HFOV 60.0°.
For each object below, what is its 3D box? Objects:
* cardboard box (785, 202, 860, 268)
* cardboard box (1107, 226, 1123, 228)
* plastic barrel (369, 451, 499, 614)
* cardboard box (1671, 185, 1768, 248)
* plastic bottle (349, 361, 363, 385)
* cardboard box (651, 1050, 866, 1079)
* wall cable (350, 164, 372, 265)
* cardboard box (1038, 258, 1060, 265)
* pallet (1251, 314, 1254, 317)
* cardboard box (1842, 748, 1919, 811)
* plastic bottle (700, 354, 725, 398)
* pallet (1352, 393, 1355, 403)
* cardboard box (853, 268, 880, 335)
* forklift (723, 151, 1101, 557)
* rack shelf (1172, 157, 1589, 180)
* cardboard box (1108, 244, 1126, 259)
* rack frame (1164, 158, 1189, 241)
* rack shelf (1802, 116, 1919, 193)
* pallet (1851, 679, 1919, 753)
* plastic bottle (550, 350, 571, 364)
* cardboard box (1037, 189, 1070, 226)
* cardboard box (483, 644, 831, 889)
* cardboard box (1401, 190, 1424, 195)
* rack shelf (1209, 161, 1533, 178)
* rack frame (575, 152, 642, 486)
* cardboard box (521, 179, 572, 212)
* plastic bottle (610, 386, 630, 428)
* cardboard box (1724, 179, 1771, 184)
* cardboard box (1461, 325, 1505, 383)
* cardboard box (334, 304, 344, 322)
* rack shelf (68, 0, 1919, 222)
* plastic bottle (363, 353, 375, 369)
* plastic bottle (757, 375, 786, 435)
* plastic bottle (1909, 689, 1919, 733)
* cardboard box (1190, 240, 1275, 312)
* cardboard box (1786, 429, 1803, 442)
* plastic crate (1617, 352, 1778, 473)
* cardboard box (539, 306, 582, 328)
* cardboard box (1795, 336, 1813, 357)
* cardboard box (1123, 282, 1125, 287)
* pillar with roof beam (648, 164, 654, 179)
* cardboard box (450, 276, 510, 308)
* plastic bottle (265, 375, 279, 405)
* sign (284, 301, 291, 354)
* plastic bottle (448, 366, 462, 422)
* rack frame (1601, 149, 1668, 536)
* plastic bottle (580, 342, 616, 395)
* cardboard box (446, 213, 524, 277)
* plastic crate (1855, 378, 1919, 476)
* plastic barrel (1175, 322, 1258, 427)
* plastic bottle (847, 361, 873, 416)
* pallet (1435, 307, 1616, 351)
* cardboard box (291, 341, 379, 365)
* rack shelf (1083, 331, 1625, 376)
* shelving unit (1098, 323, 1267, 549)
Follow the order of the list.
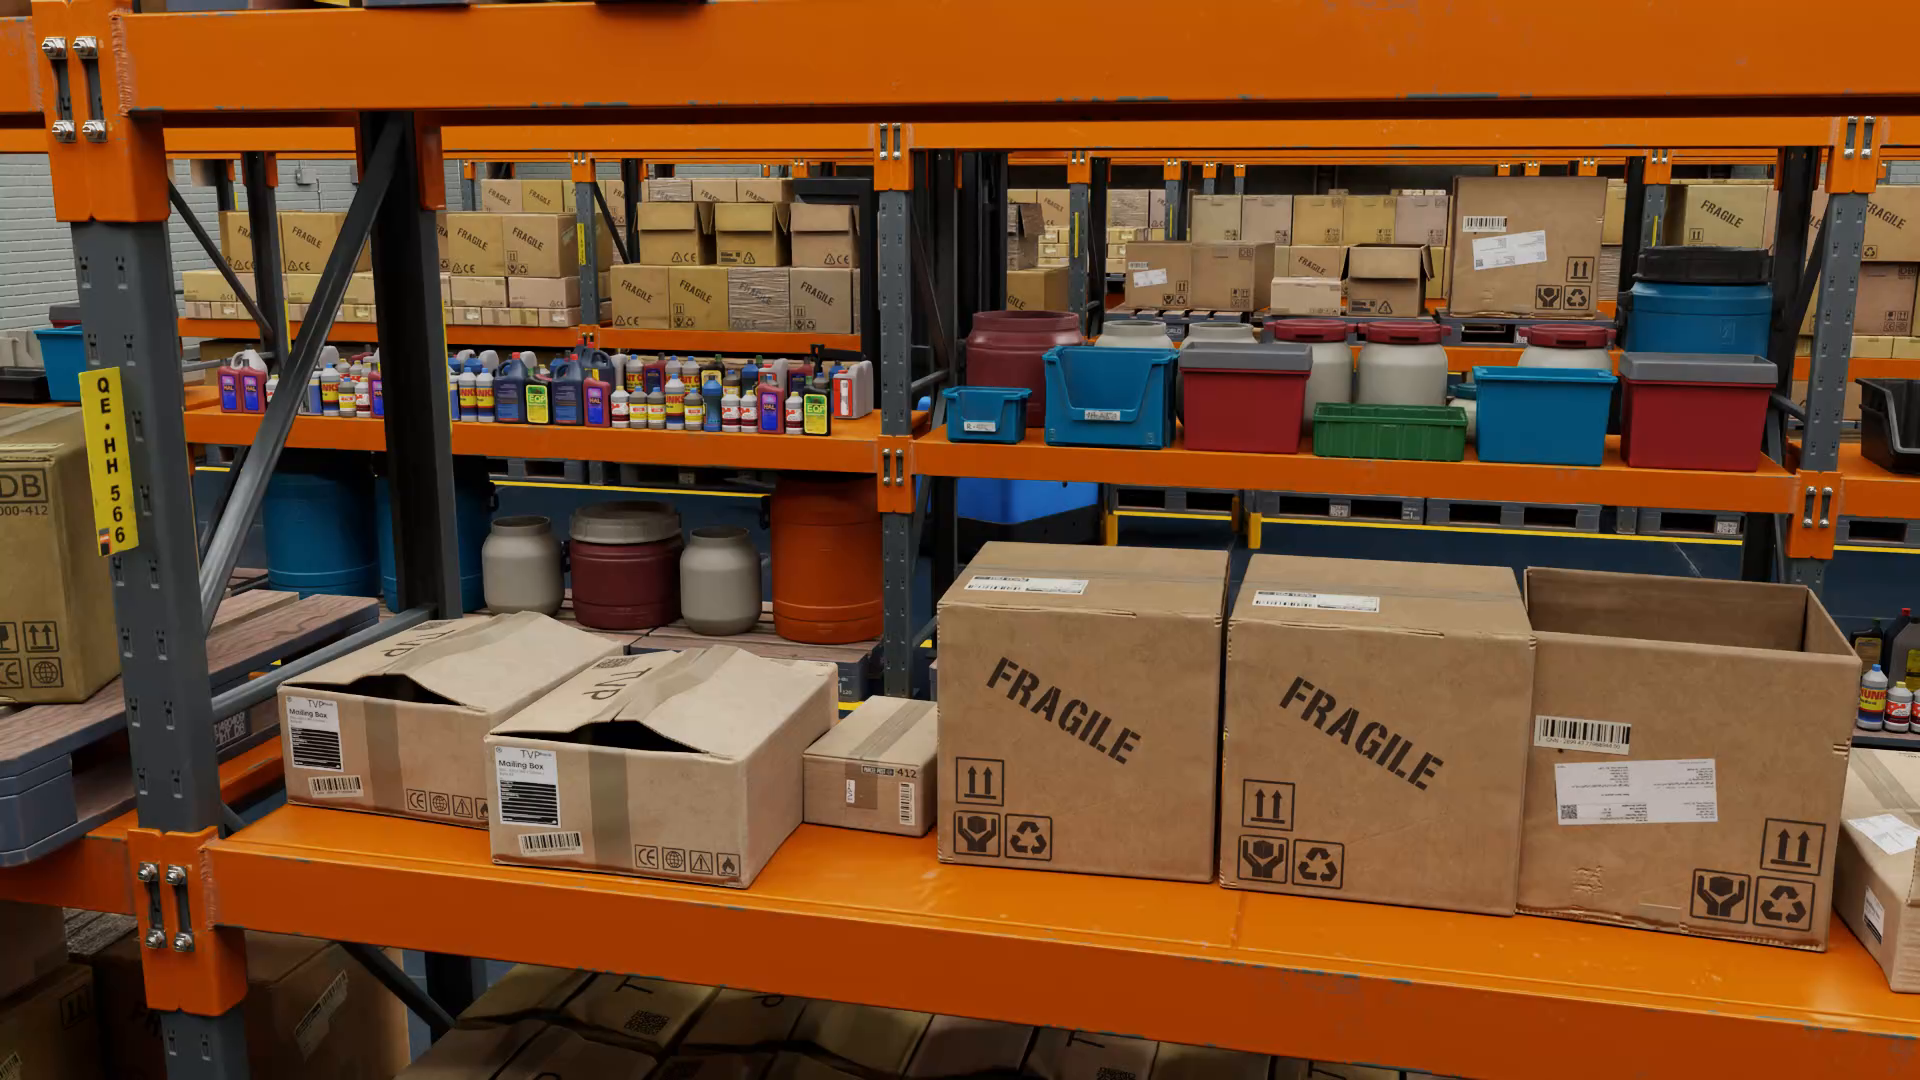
[{"bbox_3d":[-0.997,-2.458,13.339,0.637,0.503,0.797,3,13,15],"label":"cardboard box"},{"bbox_3d":[1.617,-3.299,17.914,0.250,0.149,0.380,3,13,12],"label":"cardboard box"},{"bbox_3d":[-2.865,-0.088,9.081,0.708,0.901,0.600,3,13,14],"label":"plastic barrel"},{"bbox_3d":[5.254,-2.208,11.534,0.500,0.500,0.500,3,13,14],"label":"cardboard box"},{"bbox_3d":[-3.382,-0.907,9.354,0.097,0.201,0.097,0,13,0],"label":"plastic bottle"},{"bbox_3d":[-0.433,1.251,3.254,0.500,0.311,0.500,3,13,12],"label":"cardboard box"},{"bbox_3d":[-9.550,-5.392,26.765,0.122,1.984,0.588,3,13,14],"label":"wall cable"},{"bbox_3d":[0.960,-2.899,17.487,0.250,0.149,0.380,3,13,13],"label":"cardboard box"},{"bbox_3d":[5.344,-3.526,27.138,1.213,0.211,1.003,3,13,14],"label":"pallet"},{"bbox_3d":[1.689,0.514,3.071,0.250,0.149,0.380,3,13,14],"label":"cardboard box"},{"bbox_3d":[-1.328,-0.855,8.929,0.133,0.283,0.061,3,13,14],"label":"plastic bottle"},{"bbox_3d":[4.209,-1.366,17.403,1.213,0.211,1.003,3,13,14],"label":"pallet"},{"bbox_3d":[-0.532,-1.886,13.077,0.500,0.500,0.500,3,13,12],"label":"cardboard box"},{"bbox_3d":[-0.471,-1.520,11.820,3.031,2.935,1.130,11,16,40],"label":"forklift"},{"bbox_3d":[4.222,-3.857,16.930,4.000,0.370,1.077,3,13,14],"label":"rack shelf"},{"bbox_3d":[1.692,-3.005,17.278,0.250,0.149,0.380,3,13,15],"label":"cardboard box"},{"bbox_3d":[2.281,-2.848,17.644,0.127,3.000,1.000,3,13,14],"label":"rack frame"},{"bbox_3d":[5.633,-1.570,6.622,4.000,0.370,1.077,3,13,14],"label":"rack shelf"},{"bbox_3d":[4.333,0.844,7.442,1.213,0.211,1.003,3,13,14],"label":"pallet"},{"bbox_3d":[-2.180,-0.900,9.135,0.133,0.283,0.061,3,13,14],"label":"plastic bottle"},{"bbox_3d":[1.334,-4.483,22.474,0.500,0.500,0.500,3,13,13],"label":"cardboard box"},{"bbox_3d":[-0.561,0.404,3.195,0.500,0.311,0.500,3,13,13],"label":"cardboard box"},{"bbox_3d":[5.806,-4.421,21.350,0.250,0.149,0.380,2,13,11],"label":"cardboard box"},{"bbox_3d":[5.310,-4.903,21.645,4.000,0.370,1.077,3,13,14],"label":"rack shelf"},{"bbox_3d":[-2.889,-2.018,13.902,0.127,3.000,1.000,3,13,14],"label":"rack frame"},{"bbox_3d":[-4.623,-3.841,18.896,0.500,0.500,0.500,3,13,15],"label":"cardboard box"},{"bbox_3d":[-1.681,-0.660,8.242,0.097,0.201,0.097,0,13,0],"label":"plastic bottle"},{"bbox_3d":[9.578,-4.174,20.397,0.500,0.500,0.700,3,13,13],"label":"cardboard box"},{"bbox_3d":[5.540,-1.760,16.967,0.750,0.750,1.050,3,13,13],"label":"cardboard box"},{"bbox_3d":[-5.258,-1.949,14.171,0.250,0.149,0.380,3,13,13],"label":"cardboard box"},{"bbox_3d":[0.559,-0.736,2.863,4.000,0.370,1.077,3,13,14],"label":"rack shelf"},{"bbox_3d":[-3.261,-0.944,9.350,0.135,0.276,0.152,3,13,14],"label":"plastic bottle"},{"bbox_3d":[-0.912,-0.655,8.029,0.133,0.283,0.061,3,13,14],"label":"plastic bottle"},{"bbox_3d":[4.093,0.710,7.054,0.097,0.201,0.097,0,13,0],"label":"plastic bottle"},{"bbox_3d":[2.094,-2.036,12.786,0.500,0.500,0.700,5,13,22],"label":"cardboard box"},{"bbox_3d":[5.814,-0.530,11.998,0.500,0.500,0.500,8,15,31],"label":"cardboard box"},{"bbox_3d":[3.147,-0.553,7.153,0.583,0.464,0.402,3,13,14],"label":"plastic crate"},{"bbox_3d":[-3.264,-1.842,13.691,0.250,0.149,0.380,3,13,14],"label":"cardboard box"},{"bbox_3d":[5.748,-1.372,11.570,0.250,0.149,0.380,3,13,14],"label":"cardboard box"},{"bbox_3d":[2.718,-3.115,22.785,0.875,0.875,0.875,3,13,13],"label":"cardboard box"},{"bbox_3d":[-6.646,-7.706,25.691,0.400,9.000,9.100,3,13,14],"label":"pillar with roof beam"},{"bbox_3d":[-3.884,-2.084,13.860,0.500,0.250,0.500,3,13,15],"label":"cardboard box"},{"bbox_3d":[-3.576,-0.761,8.698,0.097,0.201,0.097,0,13,0],"label":"plastic bottle"},{"bbox_3d":[-3.942,-1.227,9.699,0.005,0.325,0.100,3,13,14],"label":"sign"},{"bbox_3d":[-2.594,-0.751,8.481,0.135,0.276,0.152,3,13,14],"label":"plastic bottle"},{"bbox_3d":[4.878,-1.602,12.031,0.127,3.000,1.000,3,13,14],"label":"rack frame"},{"bbox_3d":[-1.942,-0.877,8.875,0.185,0.351,0.144,3,13,14],"label":"plastic bottle"},{"bbox_3d":[-3.885,-2.450,13.780,0.500,0.500,0.500,3,13,14],"label":"cardboard box"},{"bbox_3d":[4.169,-0.477,7.100,0.504,0.338,0.767,3,13,14],"label":"plastic crate"},{"bbox_3d":[1.266,-0.793,8.123,0.421,0.512,0.421,0,13,0],"label":"plastic barrel"},{"bbox_3d":[-0.535,-0.798,8.693,0.135,0.276,0.152,3,13,14],"label":"plastic bottle"},{"bbox_3d":[4.170,-1.579,12.369,1.213,0.211,1.003,3,13,14],"label":"pallet"},{"bbox_3d":[-5.249,-1.329,14.736,0.875,0.875,0.875,3,13,14],"label":"cardboard box"},{"bbox_3d":[2.936,-1.355,12.577,4.000,0.370,1.077,3,13,14],"label":"rack shelf"},{"bbox_3d":[1.518,-0.728,11.554,1.083,1.500,0.587,-1,13,-4],"label":"shelving unit"}]
